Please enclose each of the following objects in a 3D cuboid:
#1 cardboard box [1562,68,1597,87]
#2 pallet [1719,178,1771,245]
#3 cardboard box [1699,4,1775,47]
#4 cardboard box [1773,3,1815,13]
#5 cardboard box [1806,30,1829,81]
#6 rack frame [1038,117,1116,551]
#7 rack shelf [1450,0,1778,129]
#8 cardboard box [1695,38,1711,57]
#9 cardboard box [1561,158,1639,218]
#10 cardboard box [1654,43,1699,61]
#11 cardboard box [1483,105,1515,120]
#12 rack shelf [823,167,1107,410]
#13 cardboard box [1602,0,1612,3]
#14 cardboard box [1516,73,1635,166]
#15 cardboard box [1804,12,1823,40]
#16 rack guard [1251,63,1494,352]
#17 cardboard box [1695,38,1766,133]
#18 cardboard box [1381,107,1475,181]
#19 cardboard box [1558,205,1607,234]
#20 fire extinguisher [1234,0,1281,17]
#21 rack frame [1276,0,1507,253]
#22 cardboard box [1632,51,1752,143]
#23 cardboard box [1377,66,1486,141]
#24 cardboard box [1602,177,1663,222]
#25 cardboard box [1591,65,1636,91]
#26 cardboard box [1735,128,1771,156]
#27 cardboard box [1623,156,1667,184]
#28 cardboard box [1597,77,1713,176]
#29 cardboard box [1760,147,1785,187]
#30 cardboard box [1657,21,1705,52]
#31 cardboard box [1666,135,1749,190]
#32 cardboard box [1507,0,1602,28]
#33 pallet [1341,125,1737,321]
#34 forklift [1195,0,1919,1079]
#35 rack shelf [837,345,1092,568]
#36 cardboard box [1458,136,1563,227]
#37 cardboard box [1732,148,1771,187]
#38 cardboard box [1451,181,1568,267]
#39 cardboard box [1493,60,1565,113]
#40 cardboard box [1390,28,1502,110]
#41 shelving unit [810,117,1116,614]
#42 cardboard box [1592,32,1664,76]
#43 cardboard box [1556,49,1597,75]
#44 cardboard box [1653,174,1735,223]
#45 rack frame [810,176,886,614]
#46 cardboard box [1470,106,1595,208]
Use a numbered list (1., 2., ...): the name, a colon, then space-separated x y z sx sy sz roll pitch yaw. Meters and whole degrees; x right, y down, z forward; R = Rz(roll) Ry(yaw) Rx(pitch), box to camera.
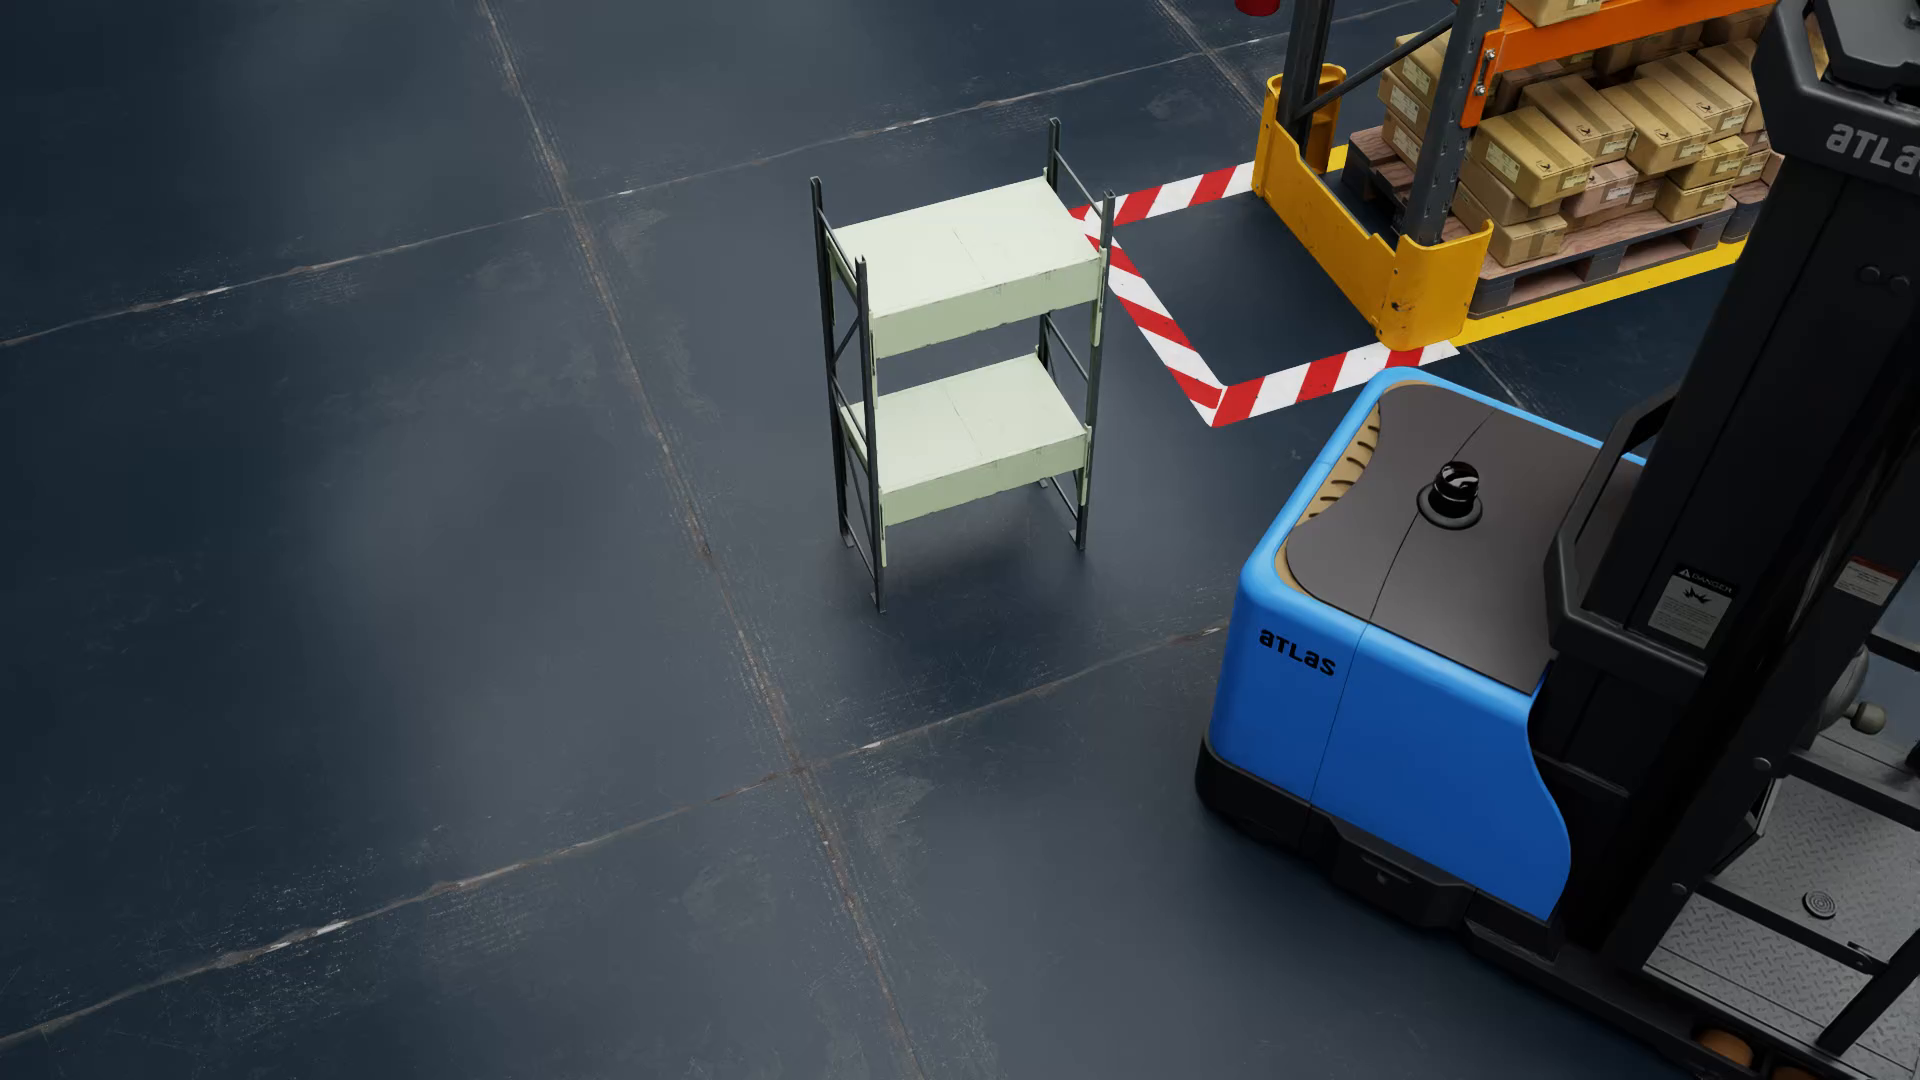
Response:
1. cardboard box: 2.382 -1.927 6.834 0.250 0.149 0.380 -19 52 -16
2. pallet: 3.484 -1.789 7.147 1.213 0.211 1.003 -17 52 -14
3. cardboard box: 3.139 -2.191 6.864 0.250 0.149 0.380 -19 52 -15
4. cardboard box: 3.370 -2.286 6.946 0.250 0.149 0.380 -17 51 -14
5. cardboard box: 3.345 -1.825 6.550 0.250 0.149 0.380 -16 51 -14
6. rack frame: 0.345 -0.596 5.273 0.023 1.500 0.400 -17 52 -14
7. rack shelf: 3.372 -2.460 6.359 4.000 0.370 1.077 -17 52 -14
8. cardboard box: 3.101 -2.145 7.022 0.250 0.149 0.380 -15 51 -12
9. cardboard box: 2.378 -1.434 6.411 0.250 0.149 0.380 -17 52 -14
10. cardboard box: 2.857 -2.085 6.970 0.250 0.149 0.380 -17 51 -14
11. cardboard box: 2.164 -1.814 6.737 0.250 0.149 0.380 -18 52 -15
12. rack shelf: 0.006 -0.745 4.887 0.720 0.370 0.431 -17 52 -14
13. cardboard box: 2.165 -2.003 5.659 0.250 0.149 0.380 -16 51 -13
14. cardboard box: 2.344 -1.597 6.355 0.250 0.149 0.380 -16 51 -14
15. cardboard box: 3.542 -1.965 6.670 0.250 0.149 0.380 -17 51 -14
16. rack guard: 1.591 -1.328 6.561 0.348 0.500 1.175 -17 52 -14
17. cardboard box: 3.084 -1.782 6.513 0.250 0.149 0.380 -15 51 -13
18. cardboard box: 1.929 -1.626 6.771 0.250 0.149 0.380 -16 51 -14
19. cardboard box: 2.338 -1.386 6.566 0.250 0.149 0.380 -17 52 -14
20. fire extinguisher: 1.113 -2.225 5.981 0.183 0.674 0.296 -17 52 -14
21. rack frame: 1.521 -2.120 5.594 0.127 3.000 1.000 -17 52 -14
22. cardboard box: 2.824 -1.709 6.451 0.250 0.149 0.380 -20 52 -16
23. cardboard box: 1.902 -1.777 6.705 0.250 0.149 0.380 -18 52 -15
24. cardboard box: 2.566 -1.462 6.631 0.250 0.149 0.380 -17 51 -14
25. cardboard box: 2.670 -1.932 6.838 0.250 0.149 0.380 -18 52 -15
26. cardboard box: 3.059 -1.707 6.645 0.250 0.149 0.380 -19 52 -16
27. cardboard box: 2.571 -1.566 6.524 0.250 0.149 0.380 -17 51 -14
28. cardboard box: 2.626 -1.580 6.340 0.250 0.149 0.380 -17 52 -14
29. cardboard box: 3.307 -1.609 6.757 0.250 0.149 0.380 -20 52 -16
30. cardboard box: 2.853 -2.193 6.866 0.250 0.149 0.380 -15 51 -13
31. cardboard box: 2.850 -1.564 6.522 0.250 0.149 0.380 -16 51 -13
32. cardboard box: 1.945 -1.901 5.571 0.250 0.149 0.380 -18 52 -15
33. pallet: 2.357 -1.442 6.849 1.213 0.211 1.003 -17 52 -14
34. forklift: 2.228 0.129 3.707 3.031 2.935 1.130 26 54 20
35. rack shelf: 0.006 -0.278 5.430 0.720 0.370 0.431 -17 52 -14
36. cardboard box: 2.103 -1.395 6.377 0.250 0.149 0.380 -15 51 -13
37. cardboard box: 3.044 -1.599 6.748 0.250 0.149 0.380 -17 51 -14
38. cardboard box: 2.127 -1.254 6.452 0.250 0.149 0.380 -16 51 -14
39. cardboard box: 2.170 -1.884 6.601 0.250 0.149 0.380 -16 51 -14
40. cardboard box: 1.915 -1.852 6.573 0.250 0.149 0.380 -17 51 -14
41. shelving unit: 0.006 -0.491 5.183 0.755 1.500 0.431 -17 52 -14
42. cardboard box: 2.625 -2.077 6.767 0.250 0.149 0.380 -19 52 -16
43. cardboard box: 2.361 -2.047 6.741 0.250 0.149 0.380 -18 52 -15
44. cardboard box: 2.844 -1.459 6.628 0.250 0.149 0.380 -17 51 -14
45. rack frame: -0.333 -0.386 5.093 0.023 1.500 0.400 -17 52 -14
46. cardboard box: 2.134 -1.434 6.214 0.250 0.149 0.380 -19 52 -16
